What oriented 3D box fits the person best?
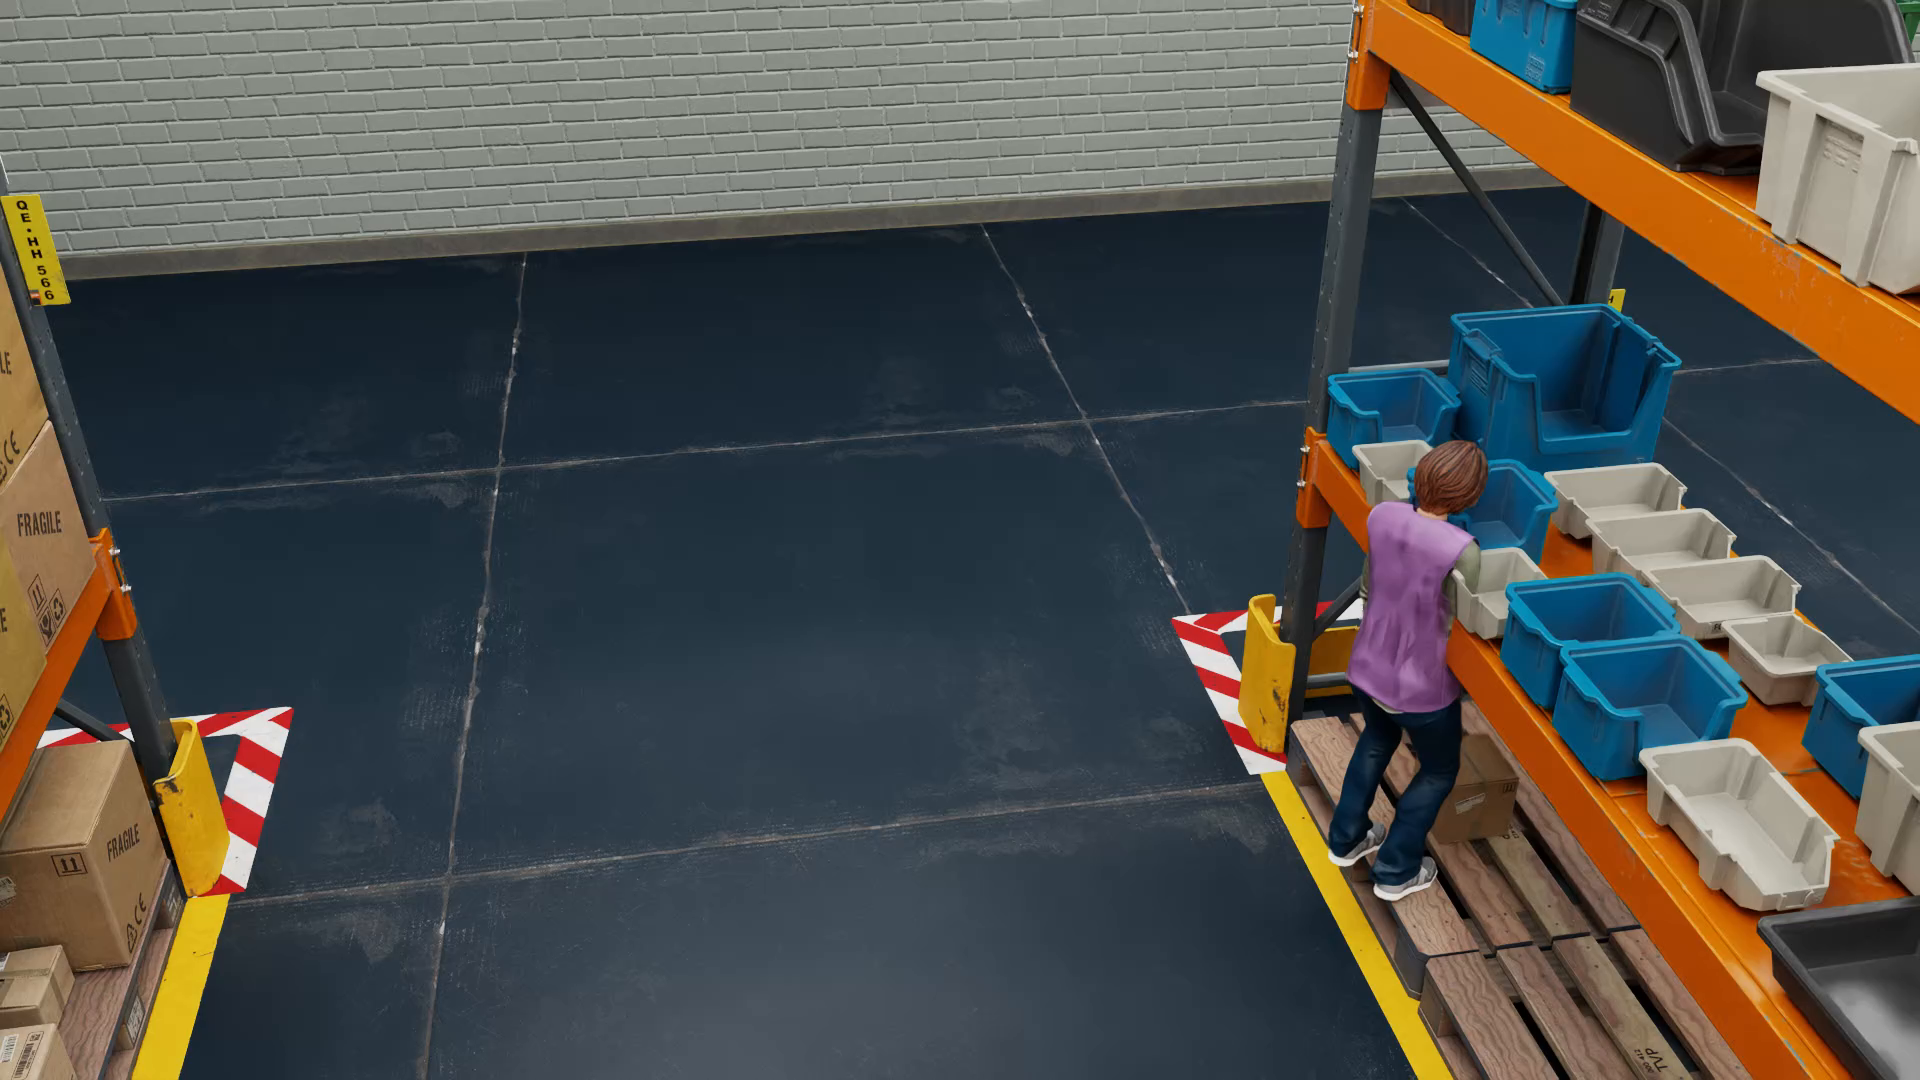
[{"bbox_3d":[1.366,0.418,5.115,0.377,1.537,0.423,-21,37,-30],"label":"person"}]
